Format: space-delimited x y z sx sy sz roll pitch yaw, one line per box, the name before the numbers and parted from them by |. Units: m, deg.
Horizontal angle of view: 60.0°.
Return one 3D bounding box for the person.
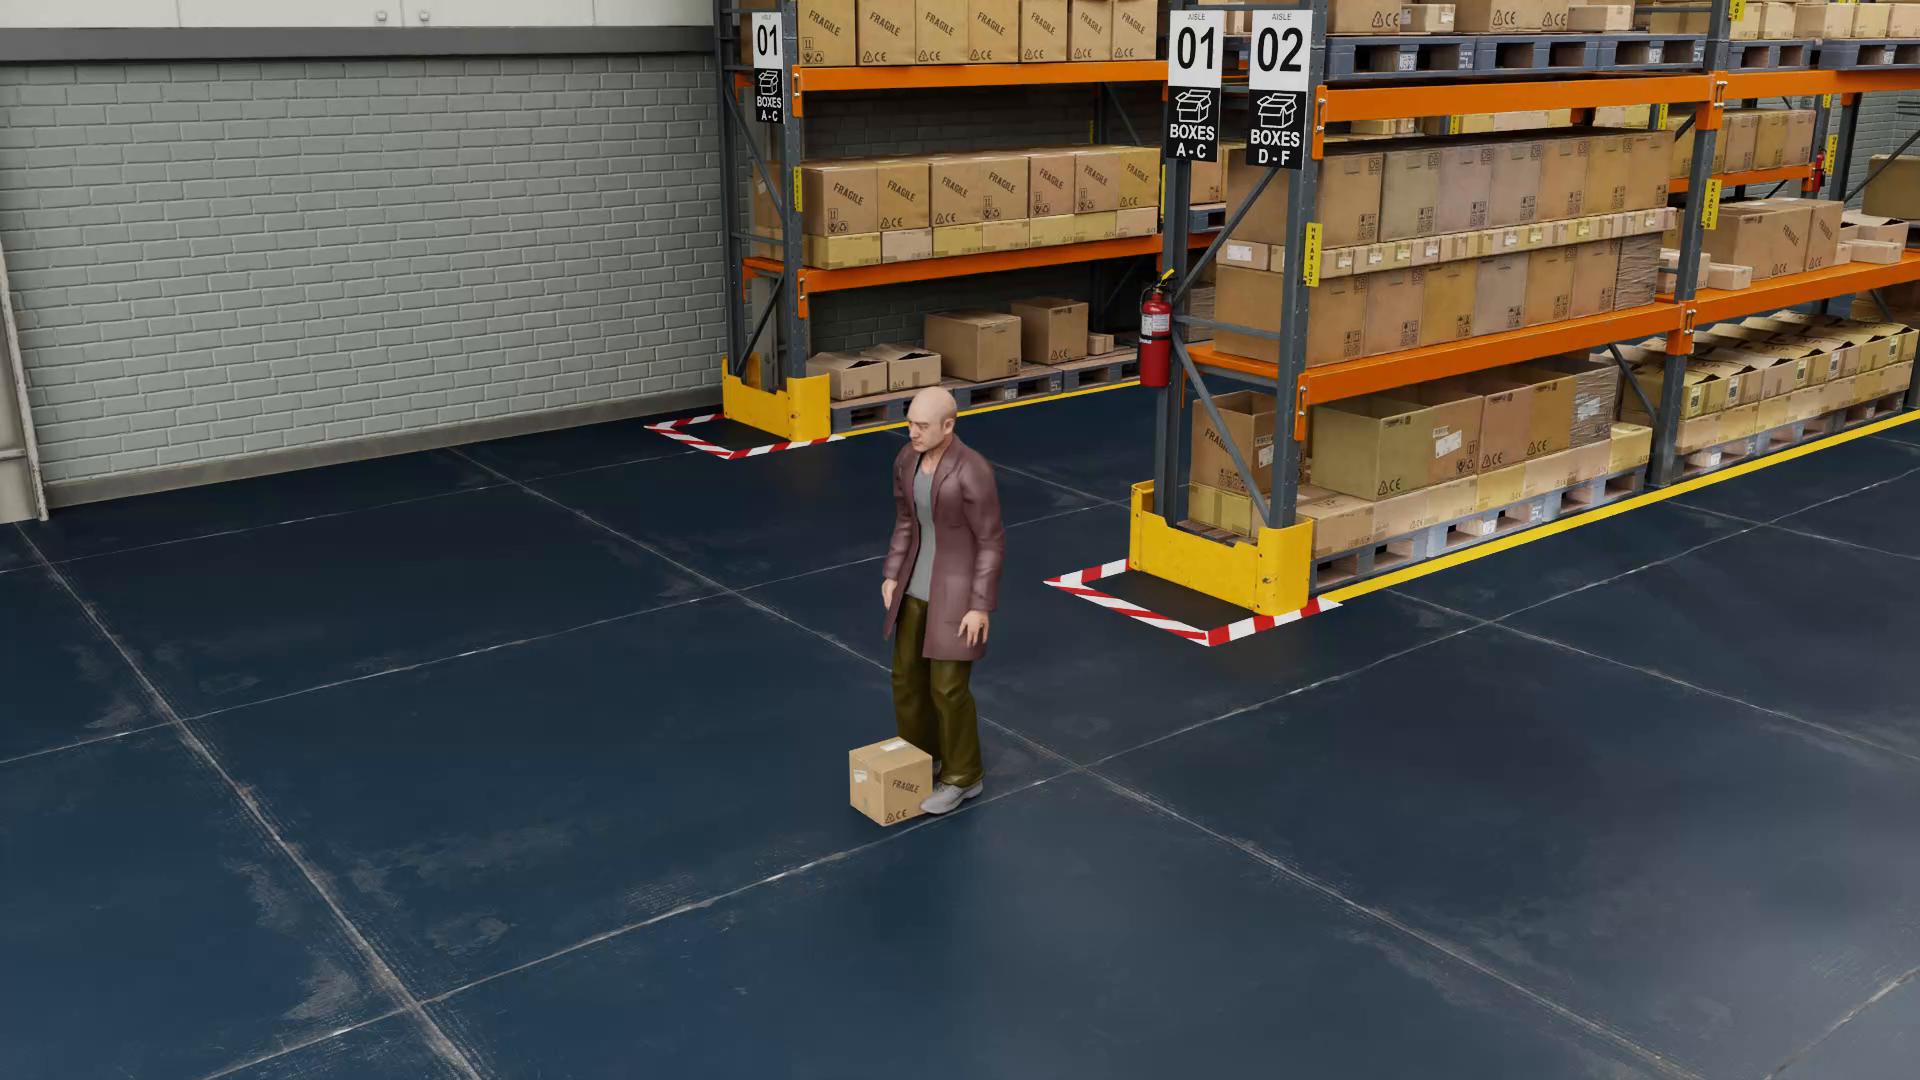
person | -0.090 0.230 6.844 0.429 1.772 0.645 -15 23 -39
